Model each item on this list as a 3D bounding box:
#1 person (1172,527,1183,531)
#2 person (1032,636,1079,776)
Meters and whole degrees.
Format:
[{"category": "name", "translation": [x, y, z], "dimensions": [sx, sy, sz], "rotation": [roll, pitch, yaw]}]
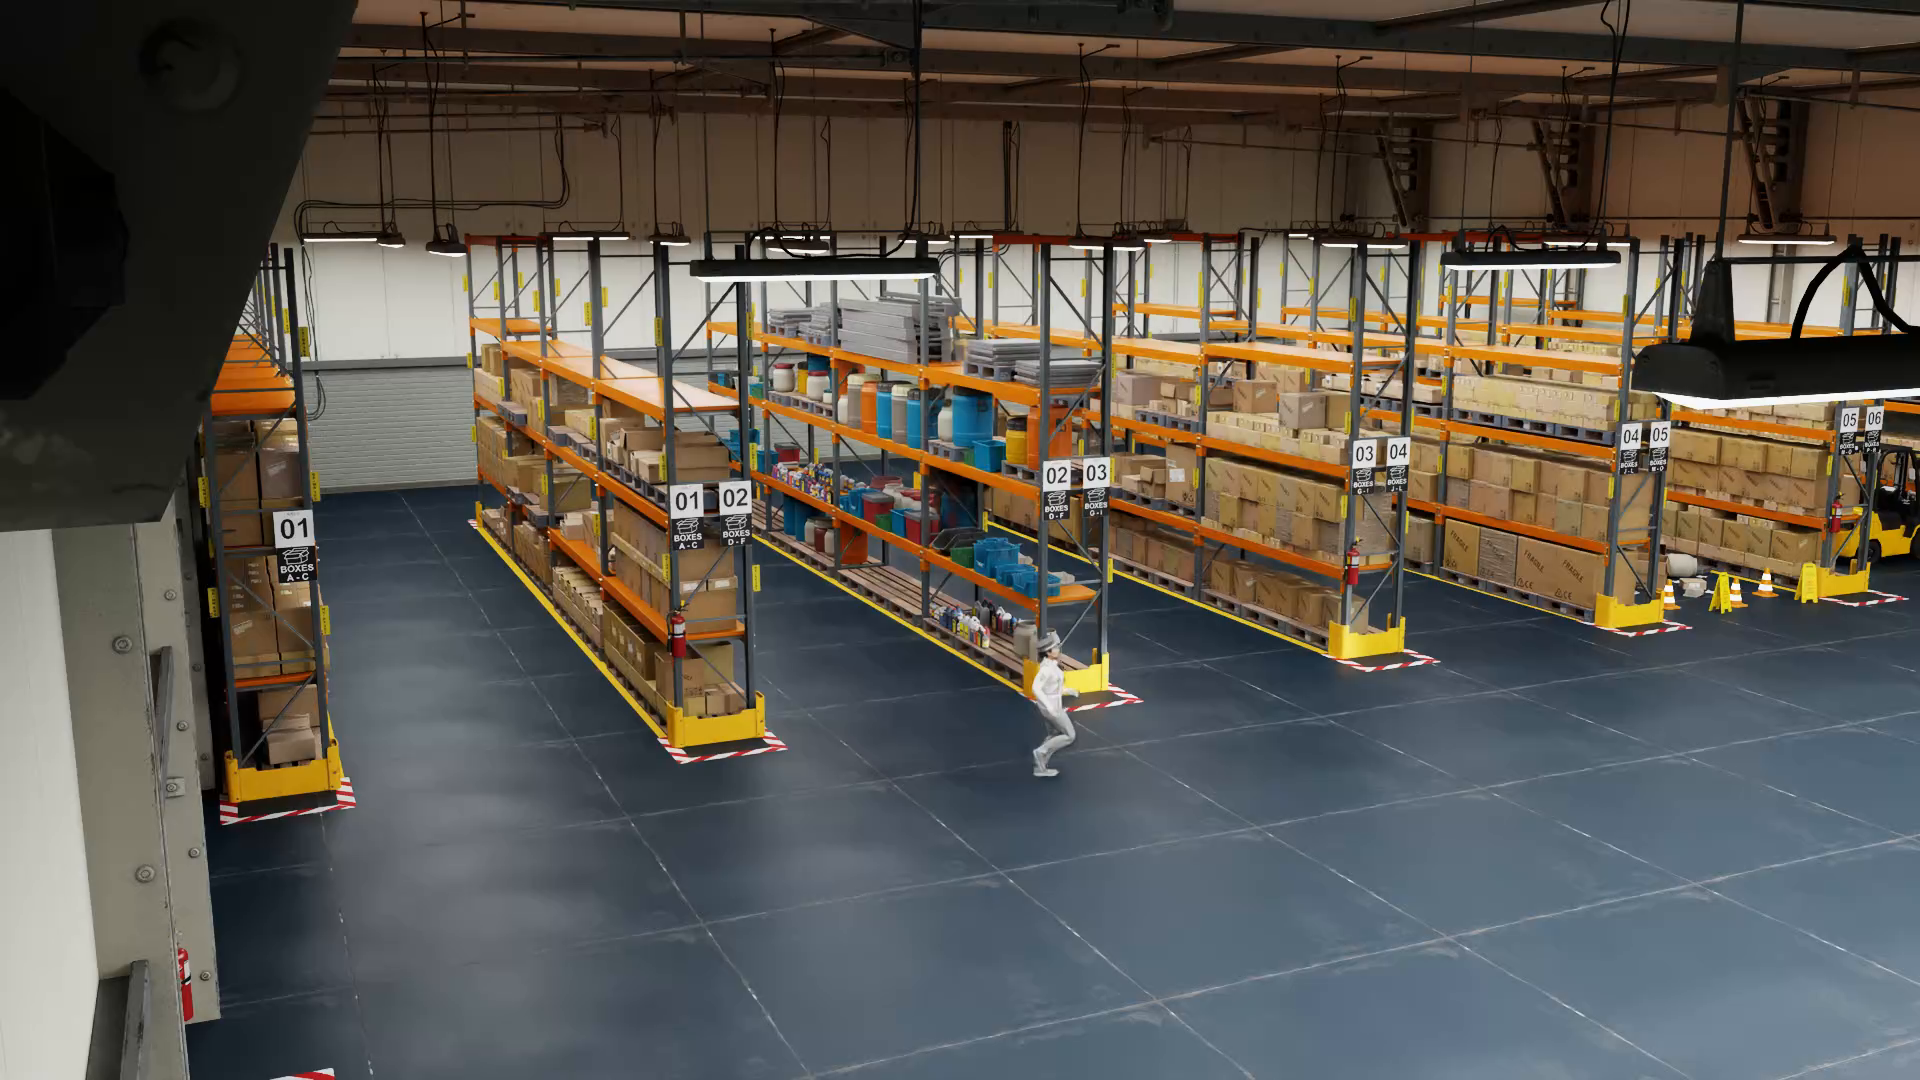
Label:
[{"category": "person", "translation": [4.425, -1.032, 34.101], "dimensions": [0.639, 1.662, 0.550], "rotation": [-7, 13, -32]}, {"category": "person", "translation": [1.085, 1.899, 18.984], "dimensions": [0.550, 1.650, 0.613], "rotation": [0, 11, 0]}]
